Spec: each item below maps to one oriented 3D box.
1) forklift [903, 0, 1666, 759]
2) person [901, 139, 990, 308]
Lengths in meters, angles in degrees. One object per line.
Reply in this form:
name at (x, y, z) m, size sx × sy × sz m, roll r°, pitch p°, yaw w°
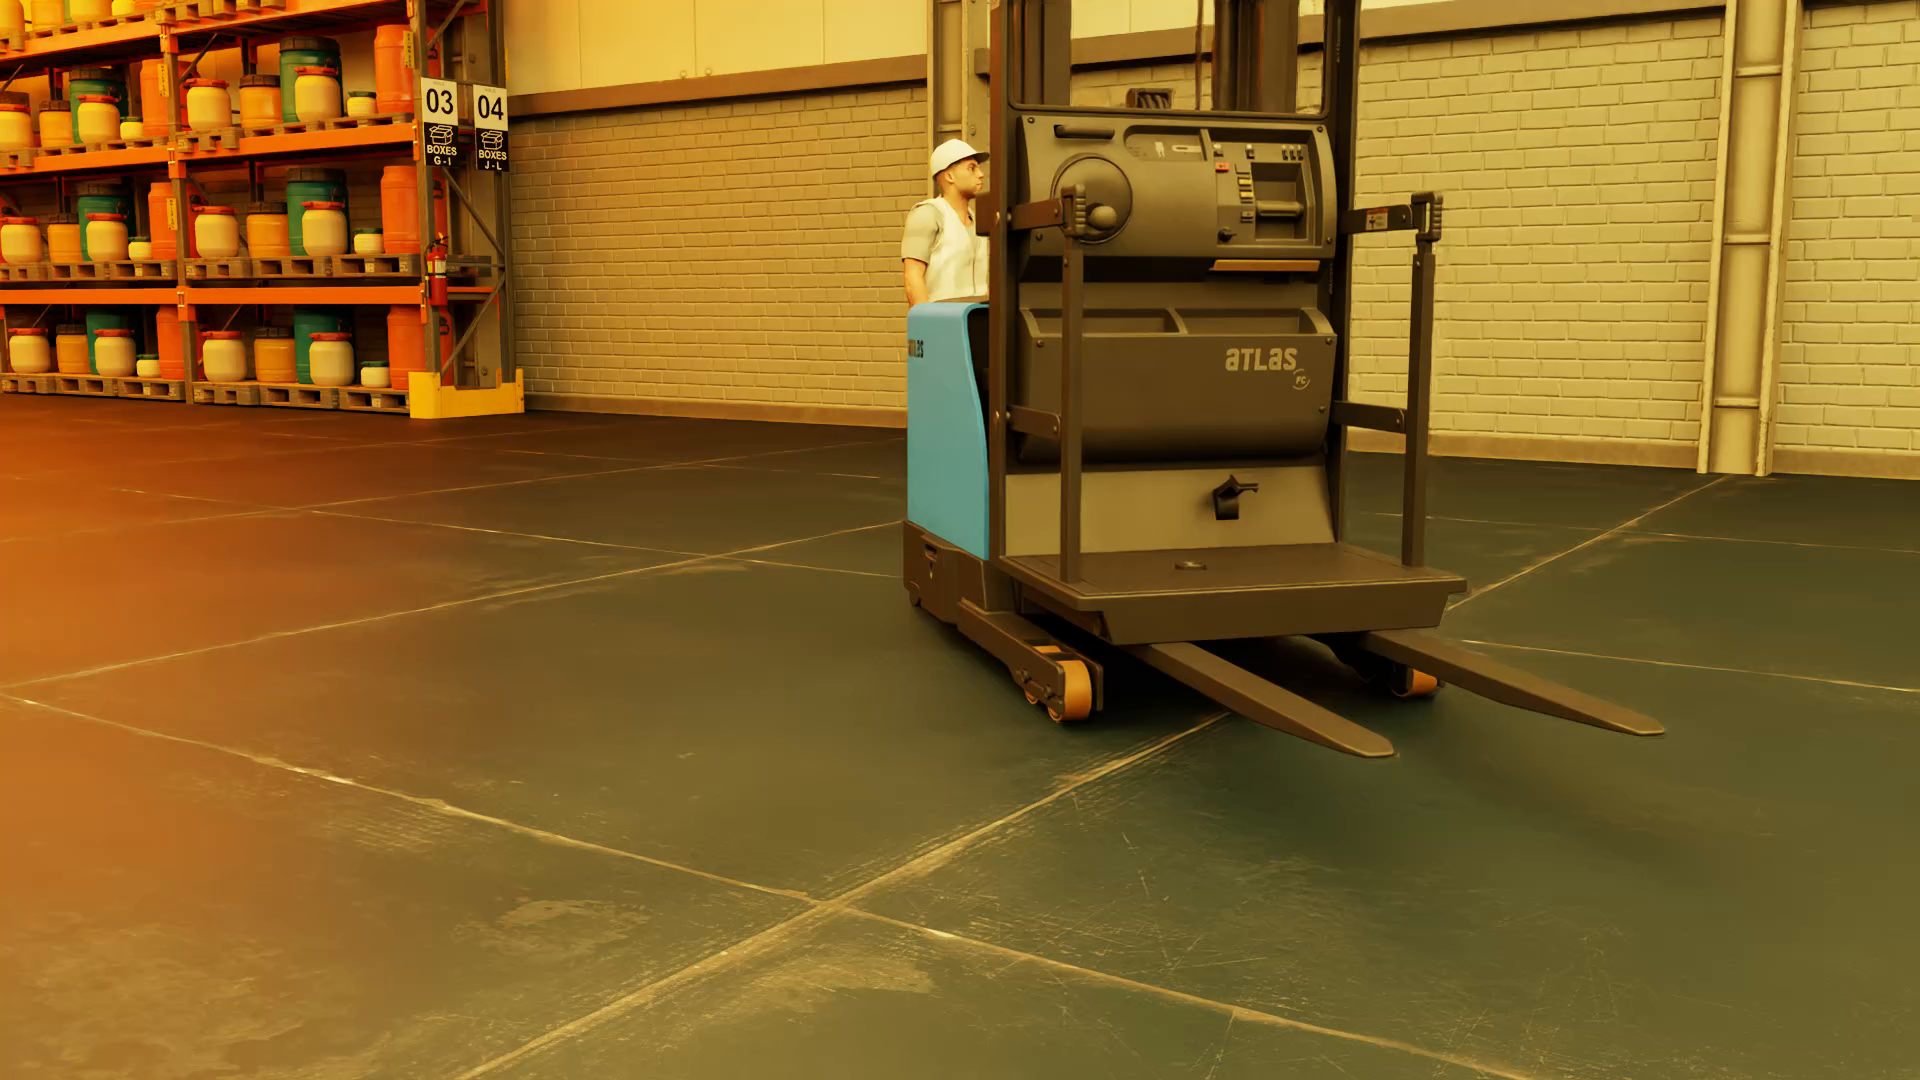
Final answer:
forklift at (0.686, -1.040, 4.506) m, size 1.130 × 2.935 × 3.031 m, roll -2°, pitch 8°, yaw -15°
person at (0.060, -0.885, 7.423) m, size 0.564 × 1.787 × 0.638 m, roll 5°, pitch 10°, yaw 34°
